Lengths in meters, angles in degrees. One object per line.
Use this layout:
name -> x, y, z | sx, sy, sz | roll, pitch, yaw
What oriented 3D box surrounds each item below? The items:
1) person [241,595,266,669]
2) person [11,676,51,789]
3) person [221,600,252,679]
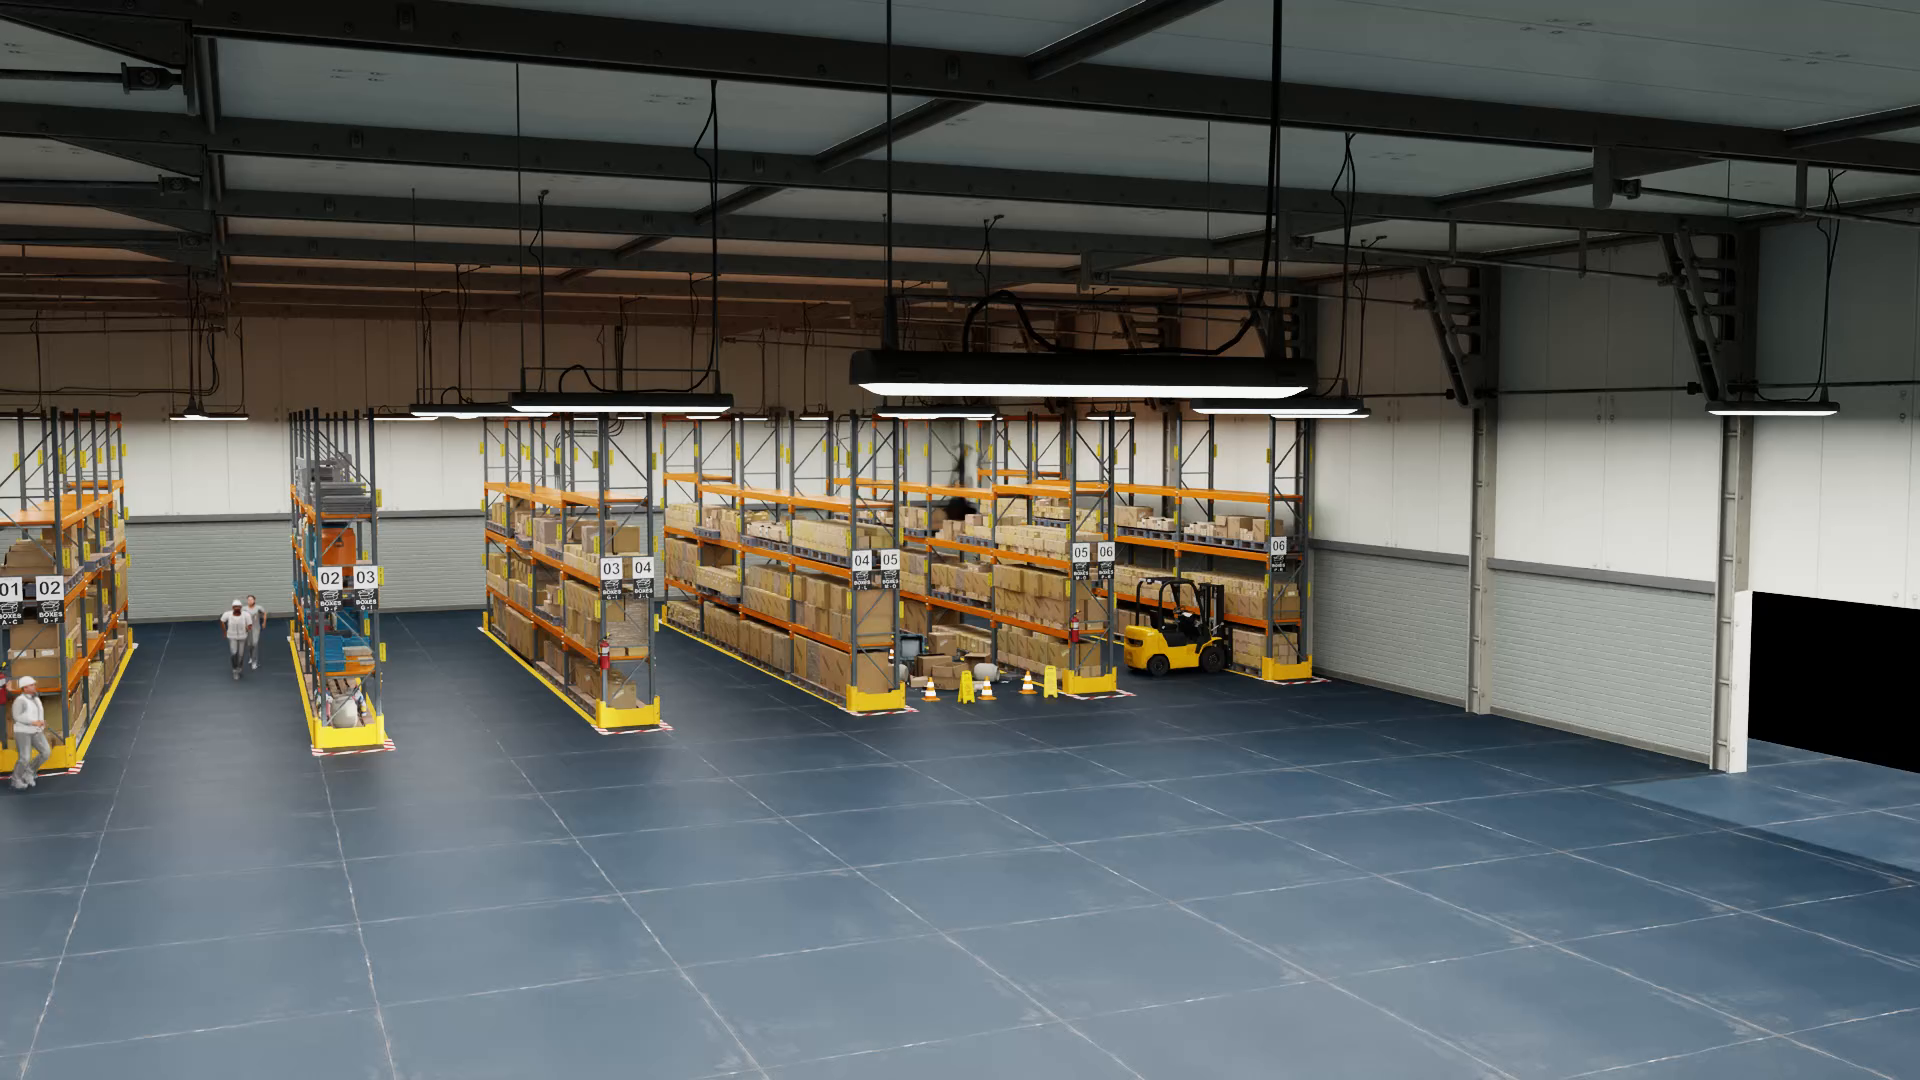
person -> -16.674, 2.145, 39.196 | 0.579, 1.718, 0.824 | -1, 4, -15
person -> -14.586, 3.016, 26.147 | 0.632, 1.756, 0.684 | 1, 4, 11
person -> -16.322, 2.239, 37.554 | 0.622, 1.813, 0.725 | -3, 5, -32
